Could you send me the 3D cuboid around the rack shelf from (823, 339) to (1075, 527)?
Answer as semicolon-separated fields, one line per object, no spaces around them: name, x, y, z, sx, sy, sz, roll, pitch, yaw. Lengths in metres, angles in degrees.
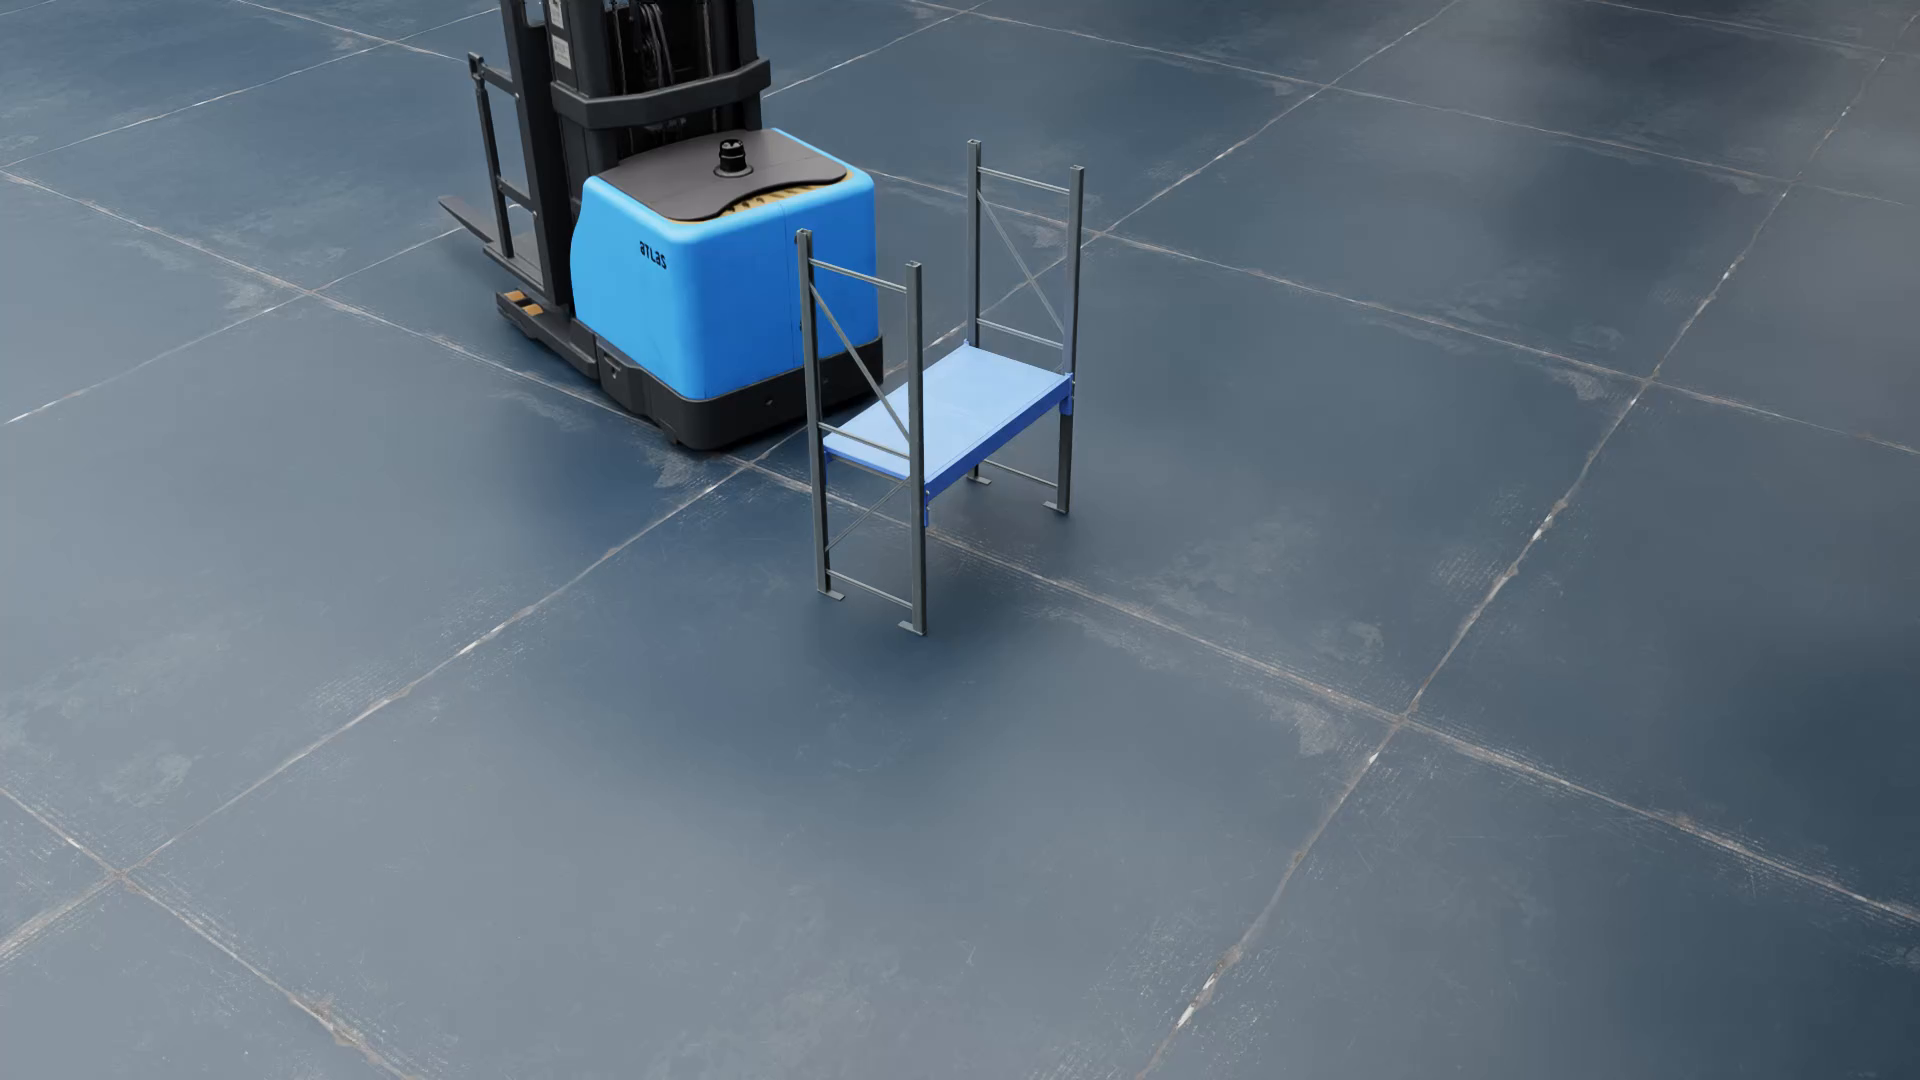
rack shelf;-0.049;-0.433;6.373;0.538;0.185;1.000;21;39;28

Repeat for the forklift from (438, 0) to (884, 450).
forklift;-1.666;-2.367;7.633;1.130;2.935;3.031;-24;41;-31

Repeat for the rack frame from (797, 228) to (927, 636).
rack frame;-0.338;-0.348;5.926;0.500;1.500;0.032;21;39;28

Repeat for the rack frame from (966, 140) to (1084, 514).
rack frame;0.241;-0.816;6.618;0.500;1.500;0.032;21;39;28

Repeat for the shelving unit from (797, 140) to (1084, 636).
shelving unit;-0.049;-0.582;6.272;0.538;1.500;1.048;21;39;28
